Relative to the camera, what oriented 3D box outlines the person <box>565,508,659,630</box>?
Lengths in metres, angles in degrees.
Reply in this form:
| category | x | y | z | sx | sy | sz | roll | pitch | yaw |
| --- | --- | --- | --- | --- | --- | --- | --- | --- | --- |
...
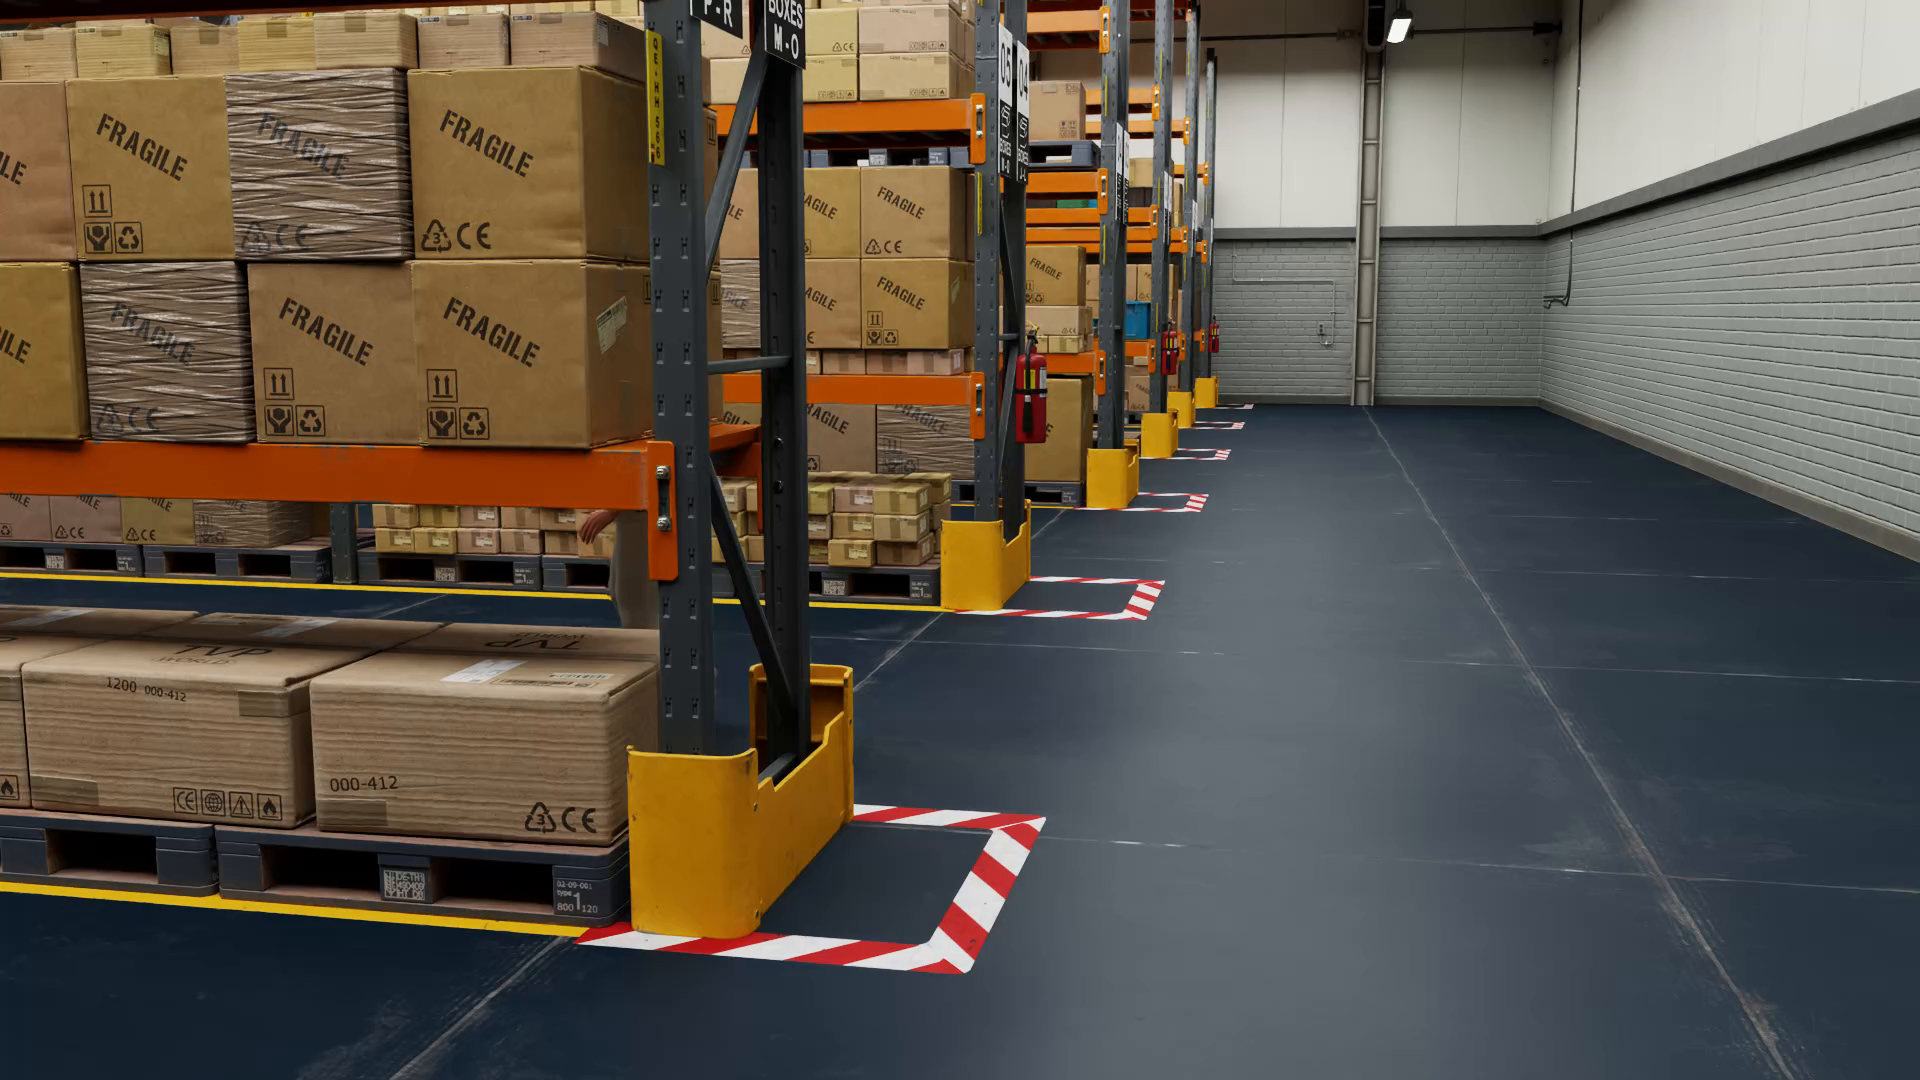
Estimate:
| category | x | y | z | sx | sy | sz | roll | pitch | yaw |
| --- | --- | --- | --- | --- | --- | --- | --- | --- | --- |
| person | -1.299 | -0.071 | 6.519 | 0.595 | 1.801 | 0.551 | 0 | 8 | 1 |
